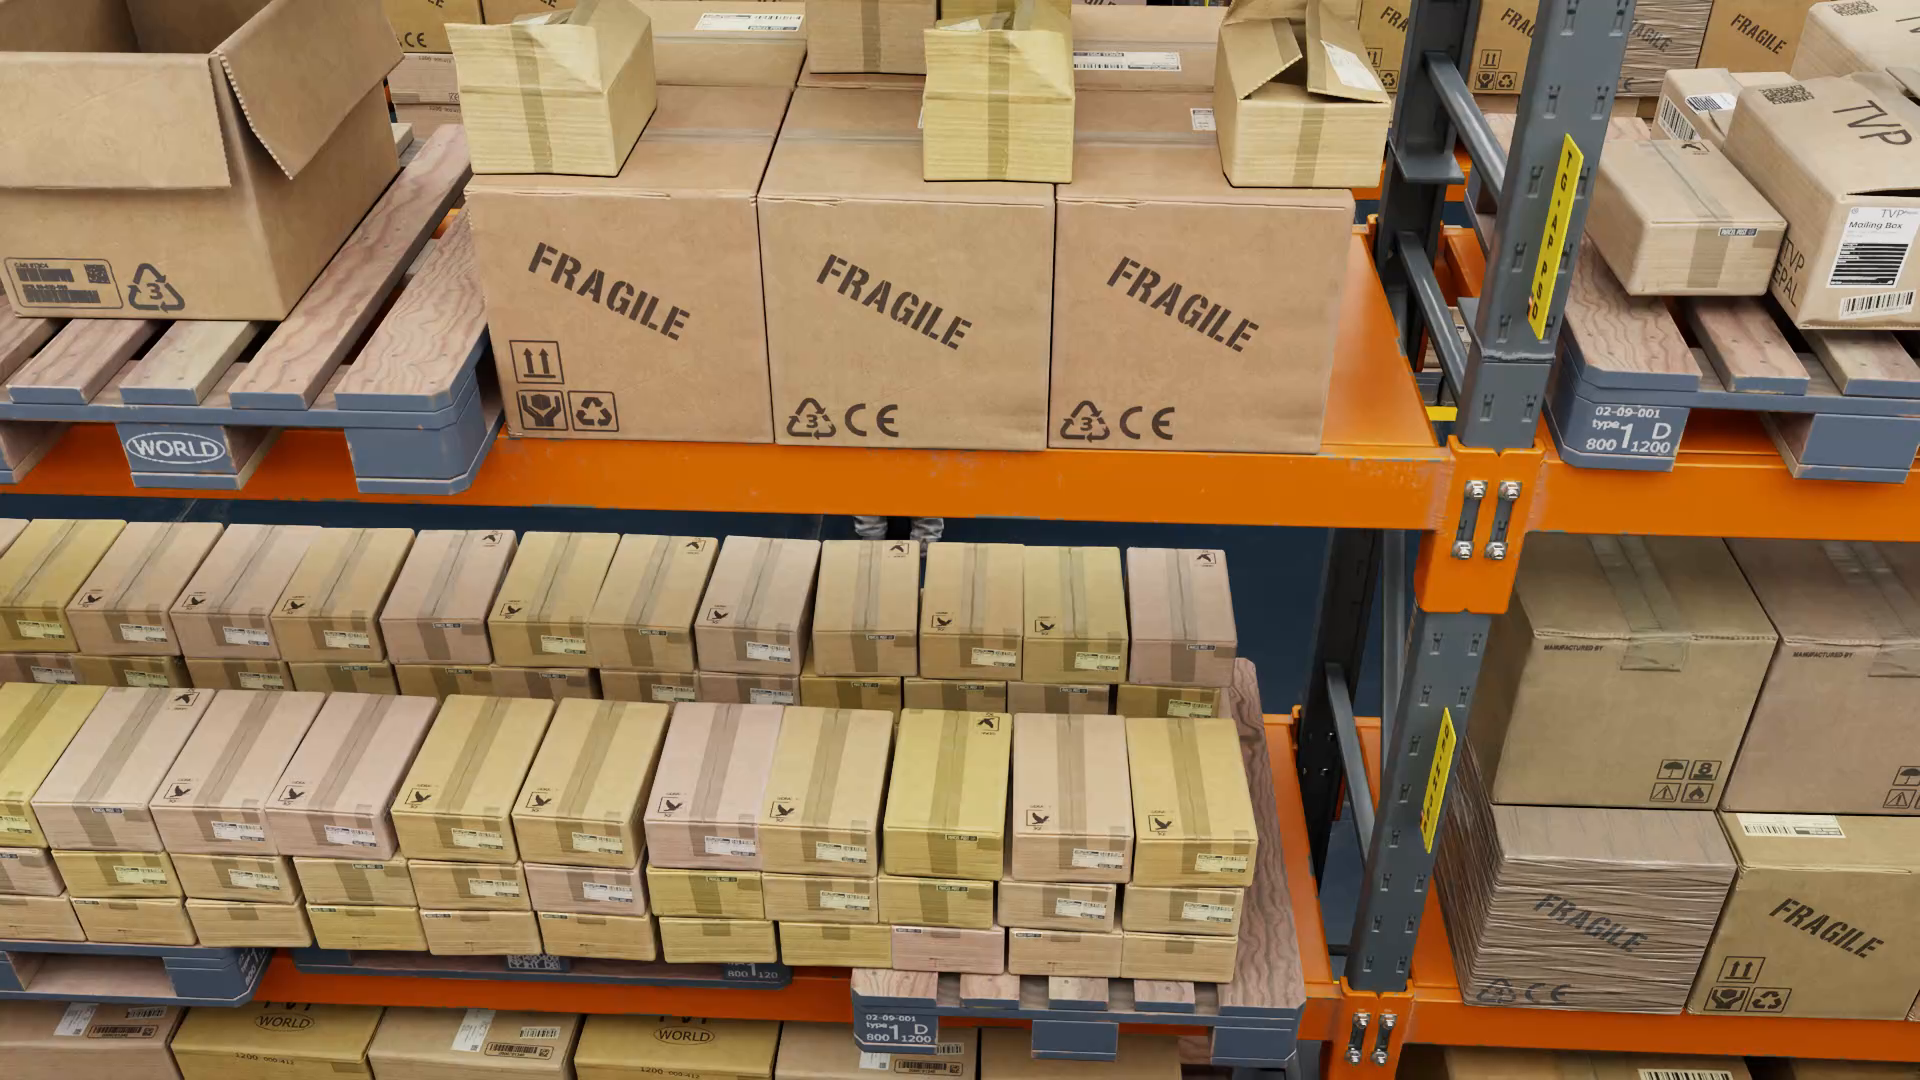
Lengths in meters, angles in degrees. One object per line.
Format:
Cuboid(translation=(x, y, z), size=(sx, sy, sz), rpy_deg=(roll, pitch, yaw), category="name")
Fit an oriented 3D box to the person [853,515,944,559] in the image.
Cuboid(translation=(-0.309, -0.378, 7.591), size=(0.574, 0.878, 0.937), rpy_deg=(1, 35, 2), category="person")
